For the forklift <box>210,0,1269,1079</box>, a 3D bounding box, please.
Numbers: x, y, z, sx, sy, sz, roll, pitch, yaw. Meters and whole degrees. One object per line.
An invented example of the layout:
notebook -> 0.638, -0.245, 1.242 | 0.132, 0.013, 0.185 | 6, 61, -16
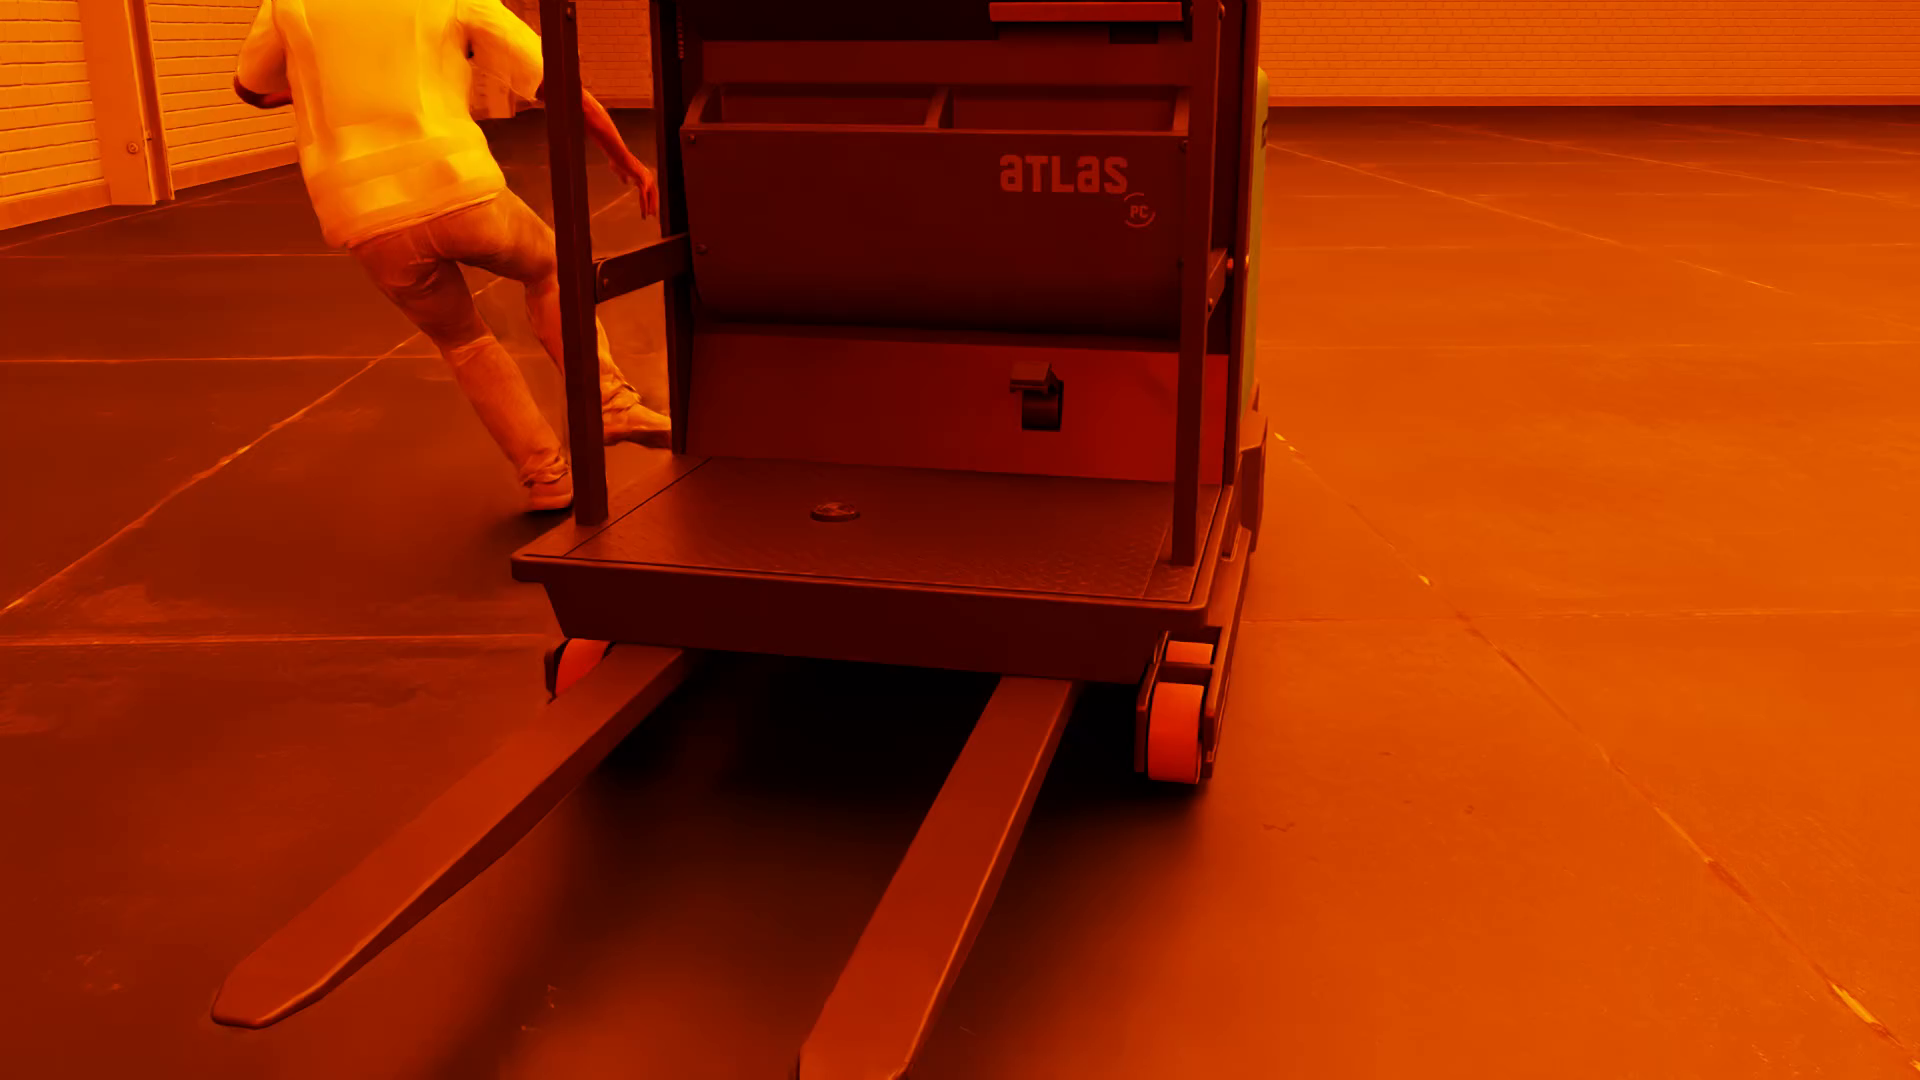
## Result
forklift -> -0.077, -1.131, 2.606 | 1.130, 2.935, 3.031 | 4, 17, 12

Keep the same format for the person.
person -> -1.237, -0.866, 4.188 | 1.089, 1.519, 0.928 | -4, 17, -12
